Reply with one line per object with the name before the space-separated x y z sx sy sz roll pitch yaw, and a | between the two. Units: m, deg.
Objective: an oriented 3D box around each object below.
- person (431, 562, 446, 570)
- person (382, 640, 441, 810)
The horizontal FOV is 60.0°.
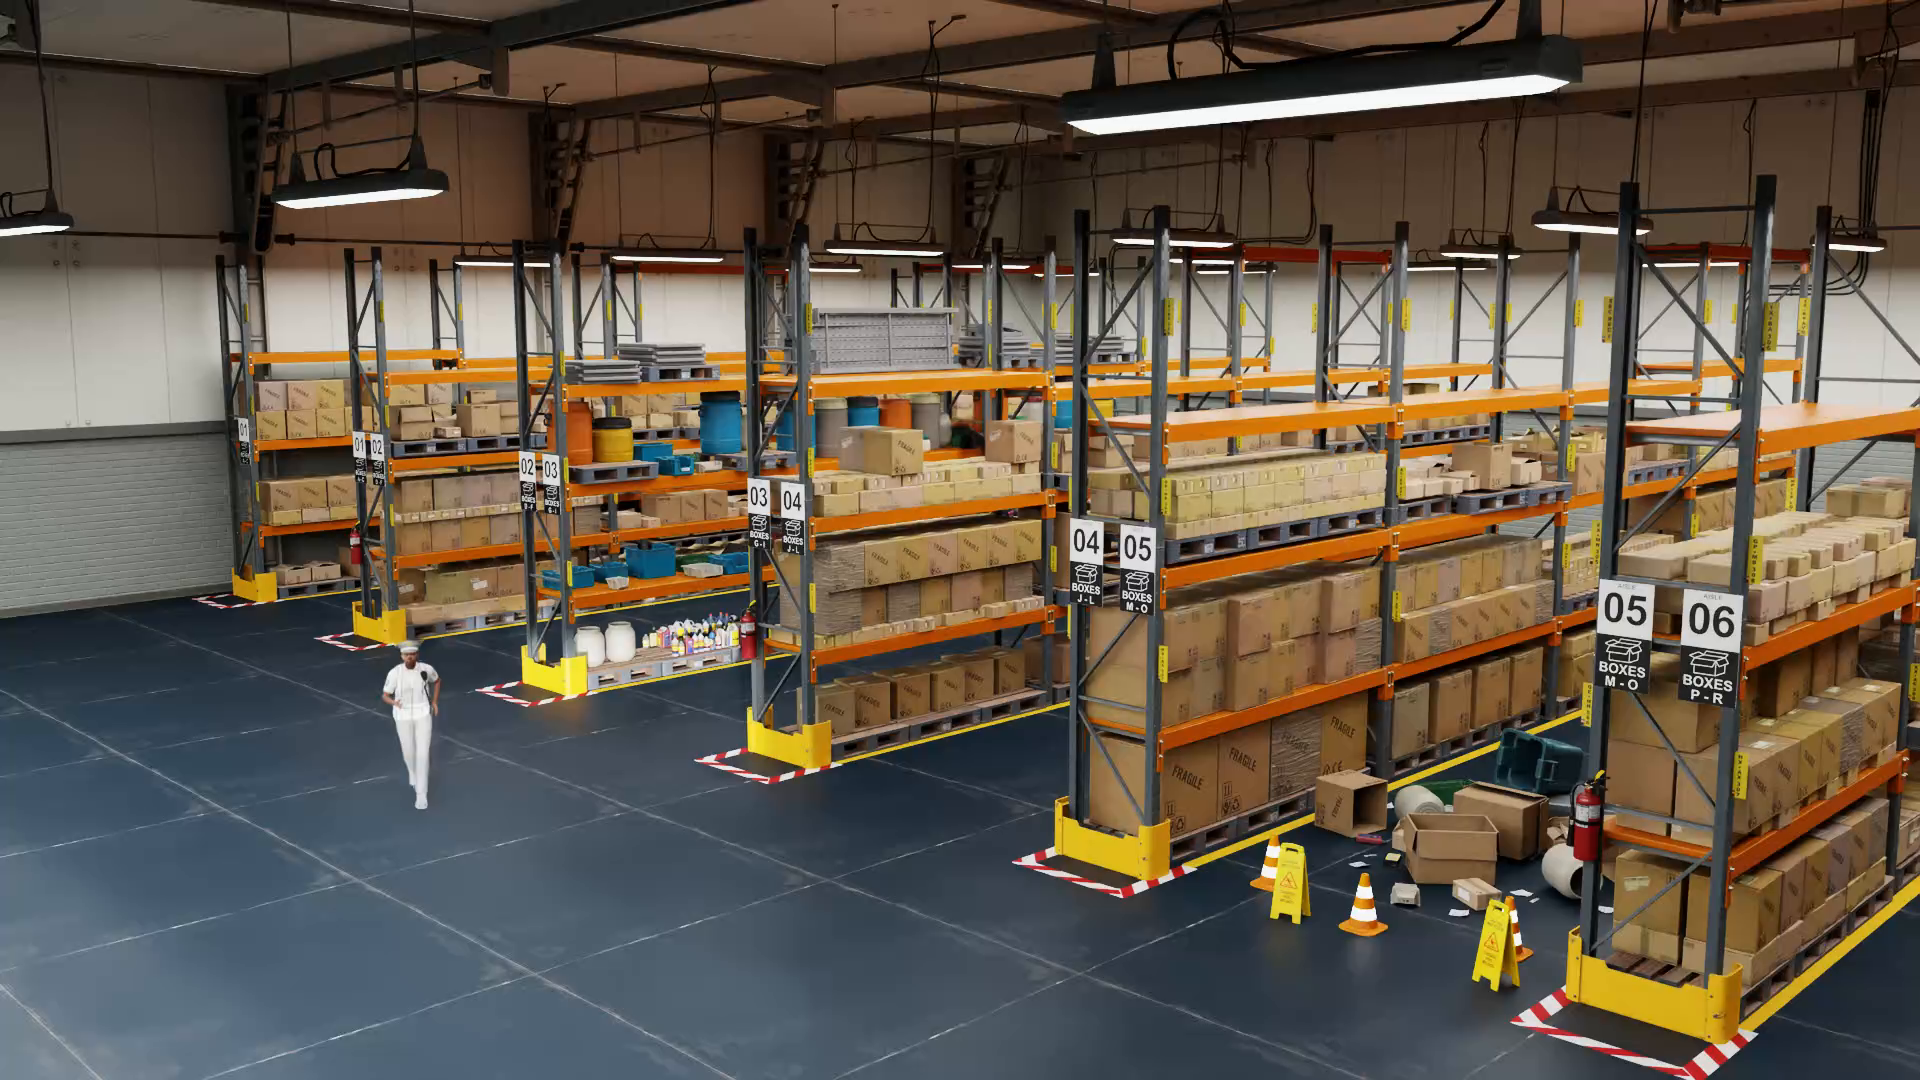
person | -8.764 0.369 28.181 0.617 1.682 0.705 7 10 39
person | -5.712 1.866 17.360 0.584 1.707 0.936 -2 8 -15
